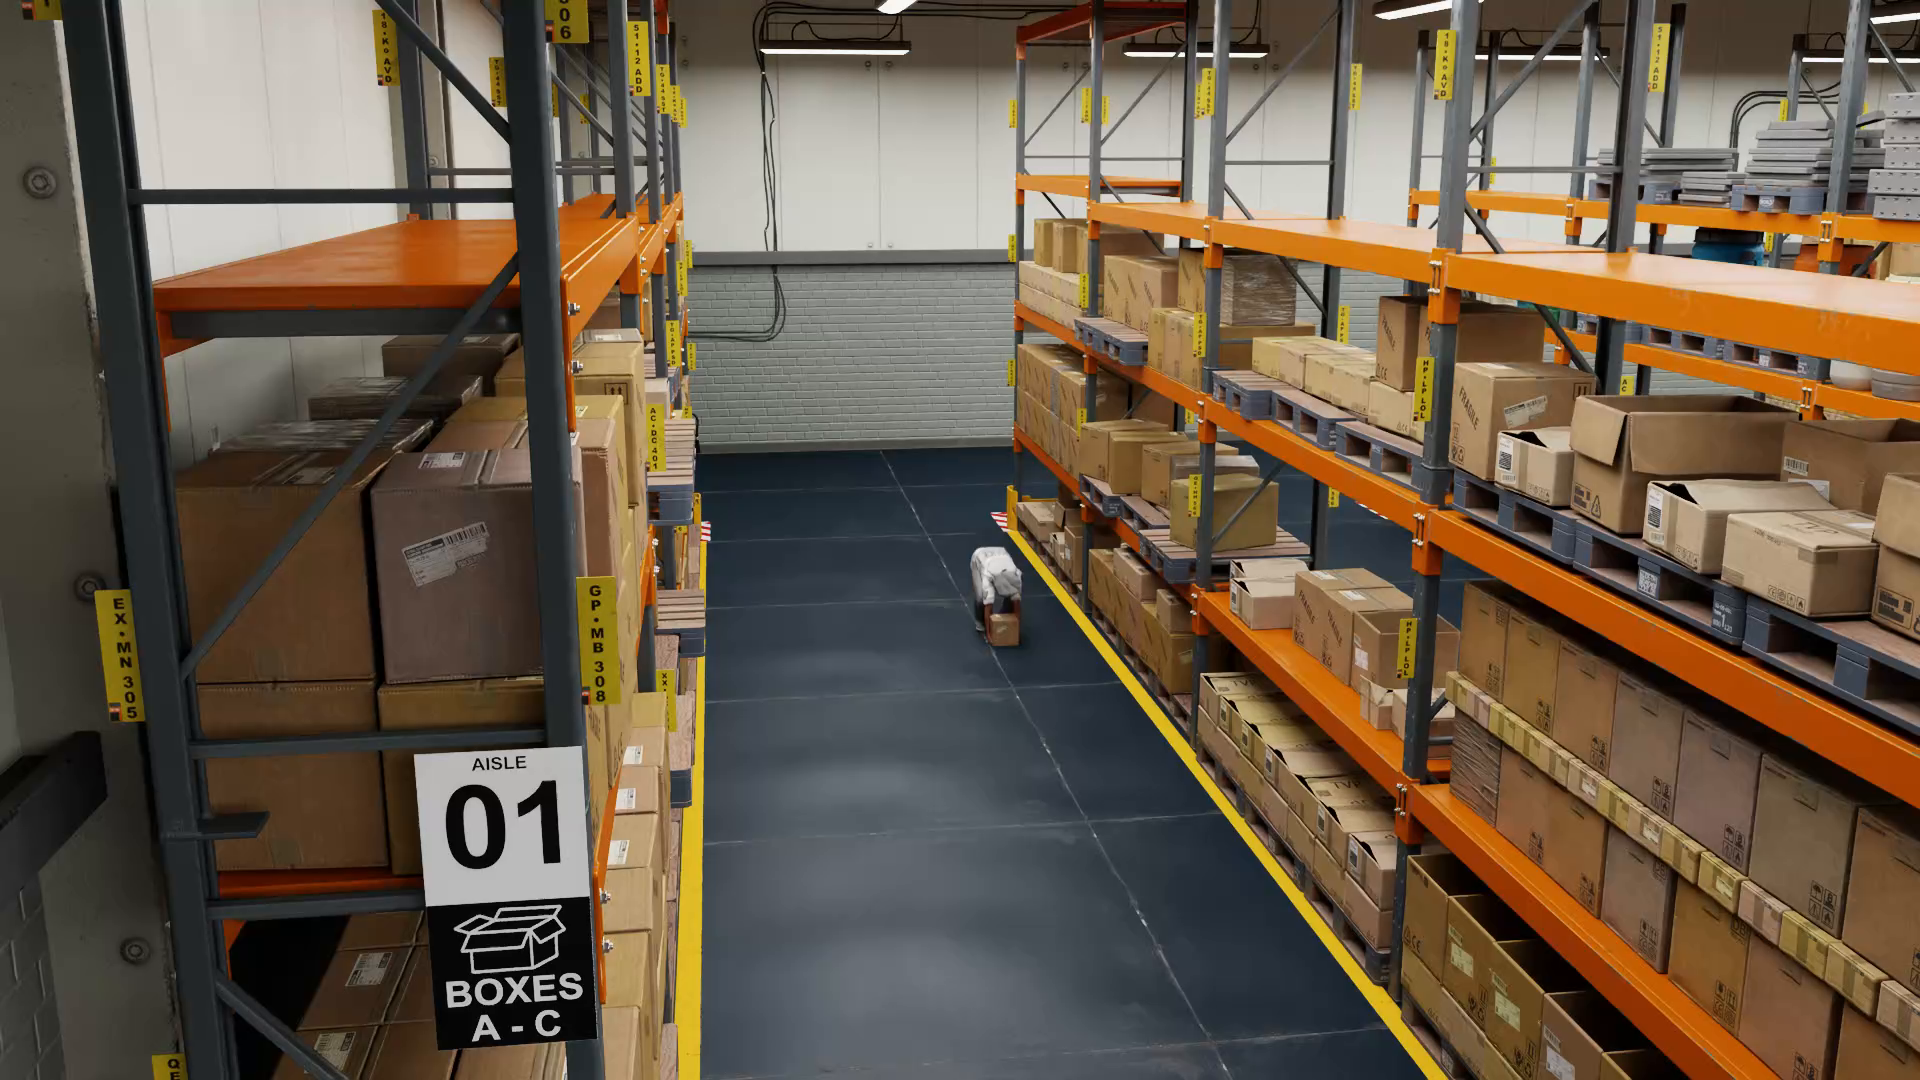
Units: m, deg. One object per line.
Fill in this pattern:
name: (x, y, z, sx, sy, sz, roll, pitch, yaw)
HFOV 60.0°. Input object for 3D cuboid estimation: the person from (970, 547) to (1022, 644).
person: (0.368, 0.522, 16.163, 0.456, 0.833, 0.916, -3, 14, -12)
